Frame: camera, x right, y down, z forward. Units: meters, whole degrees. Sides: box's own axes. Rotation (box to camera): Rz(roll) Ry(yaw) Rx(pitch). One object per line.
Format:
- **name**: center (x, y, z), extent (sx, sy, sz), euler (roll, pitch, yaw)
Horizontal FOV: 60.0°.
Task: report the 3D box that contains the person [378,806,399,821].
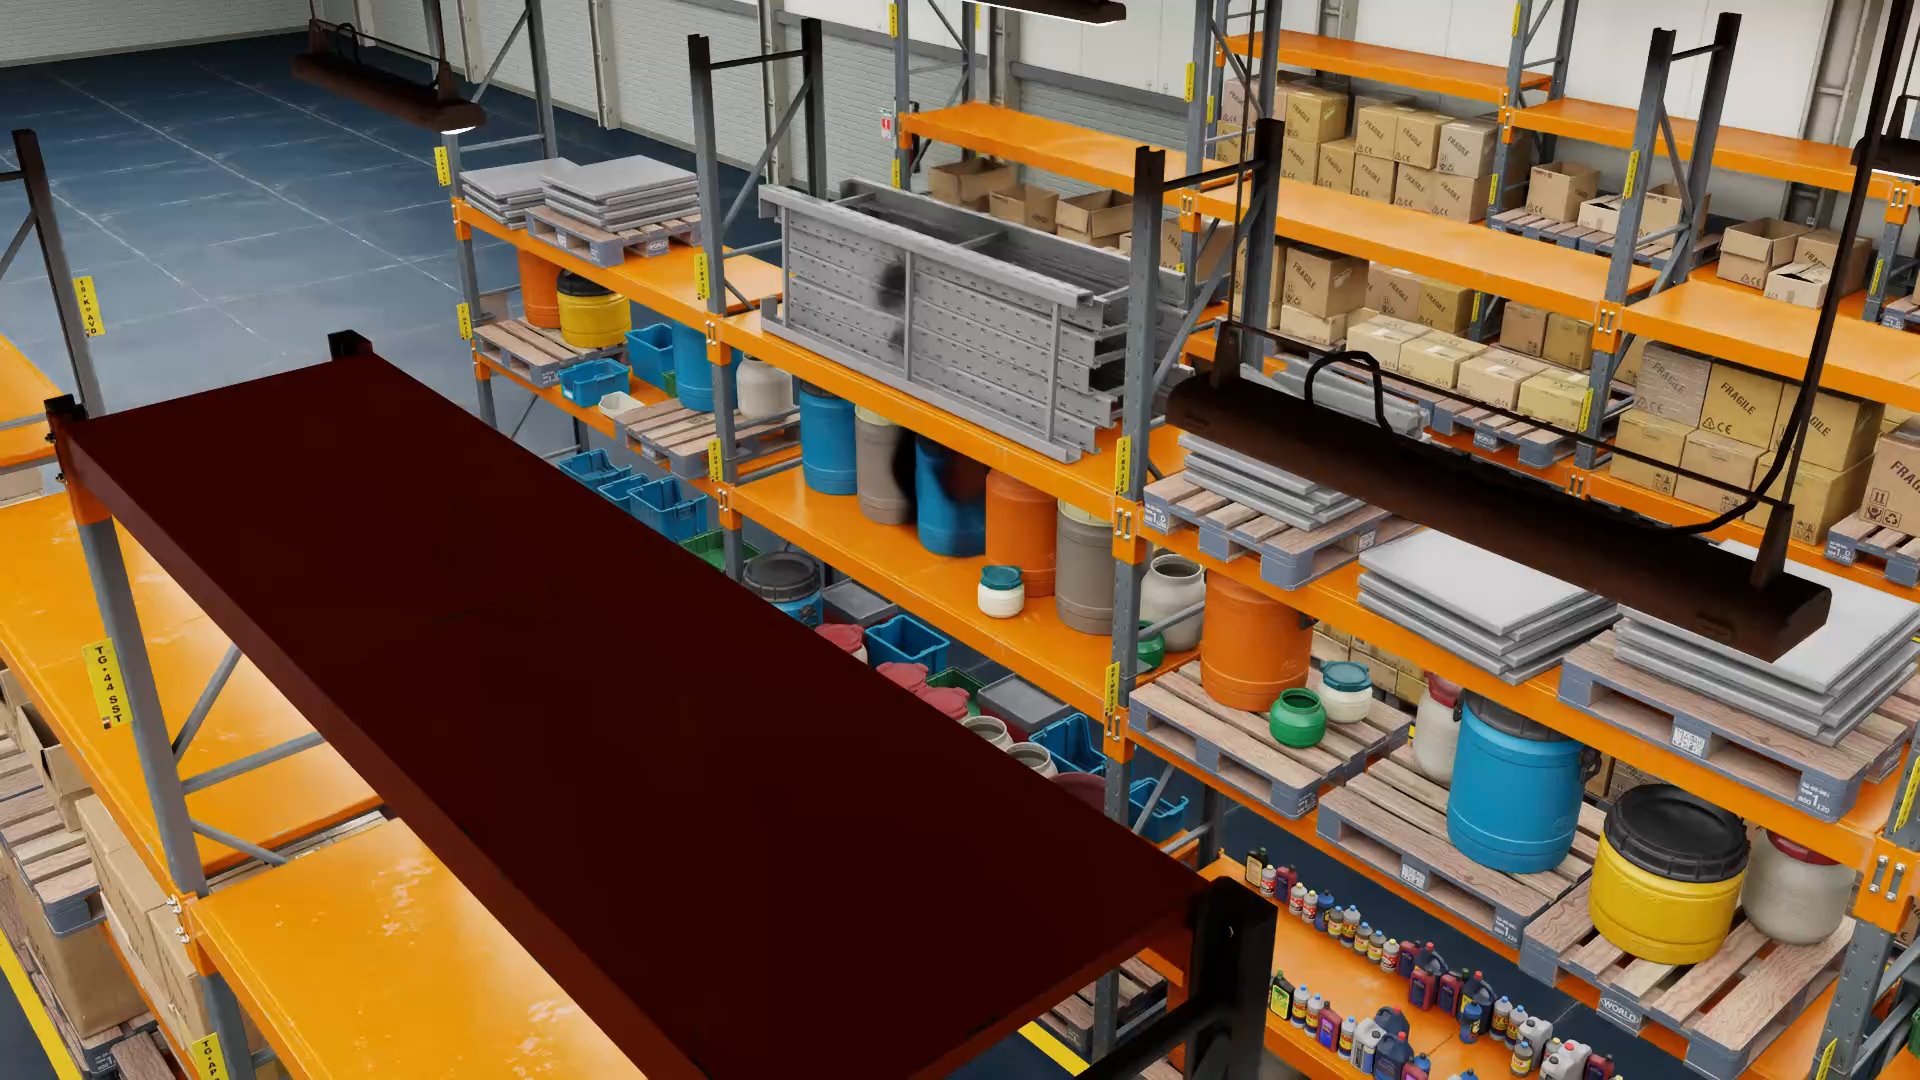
- **person**: center (-4.166, 1.898, 11.918), extent (0.757, 1.737, 0.709), euler (17, 32, 31)
